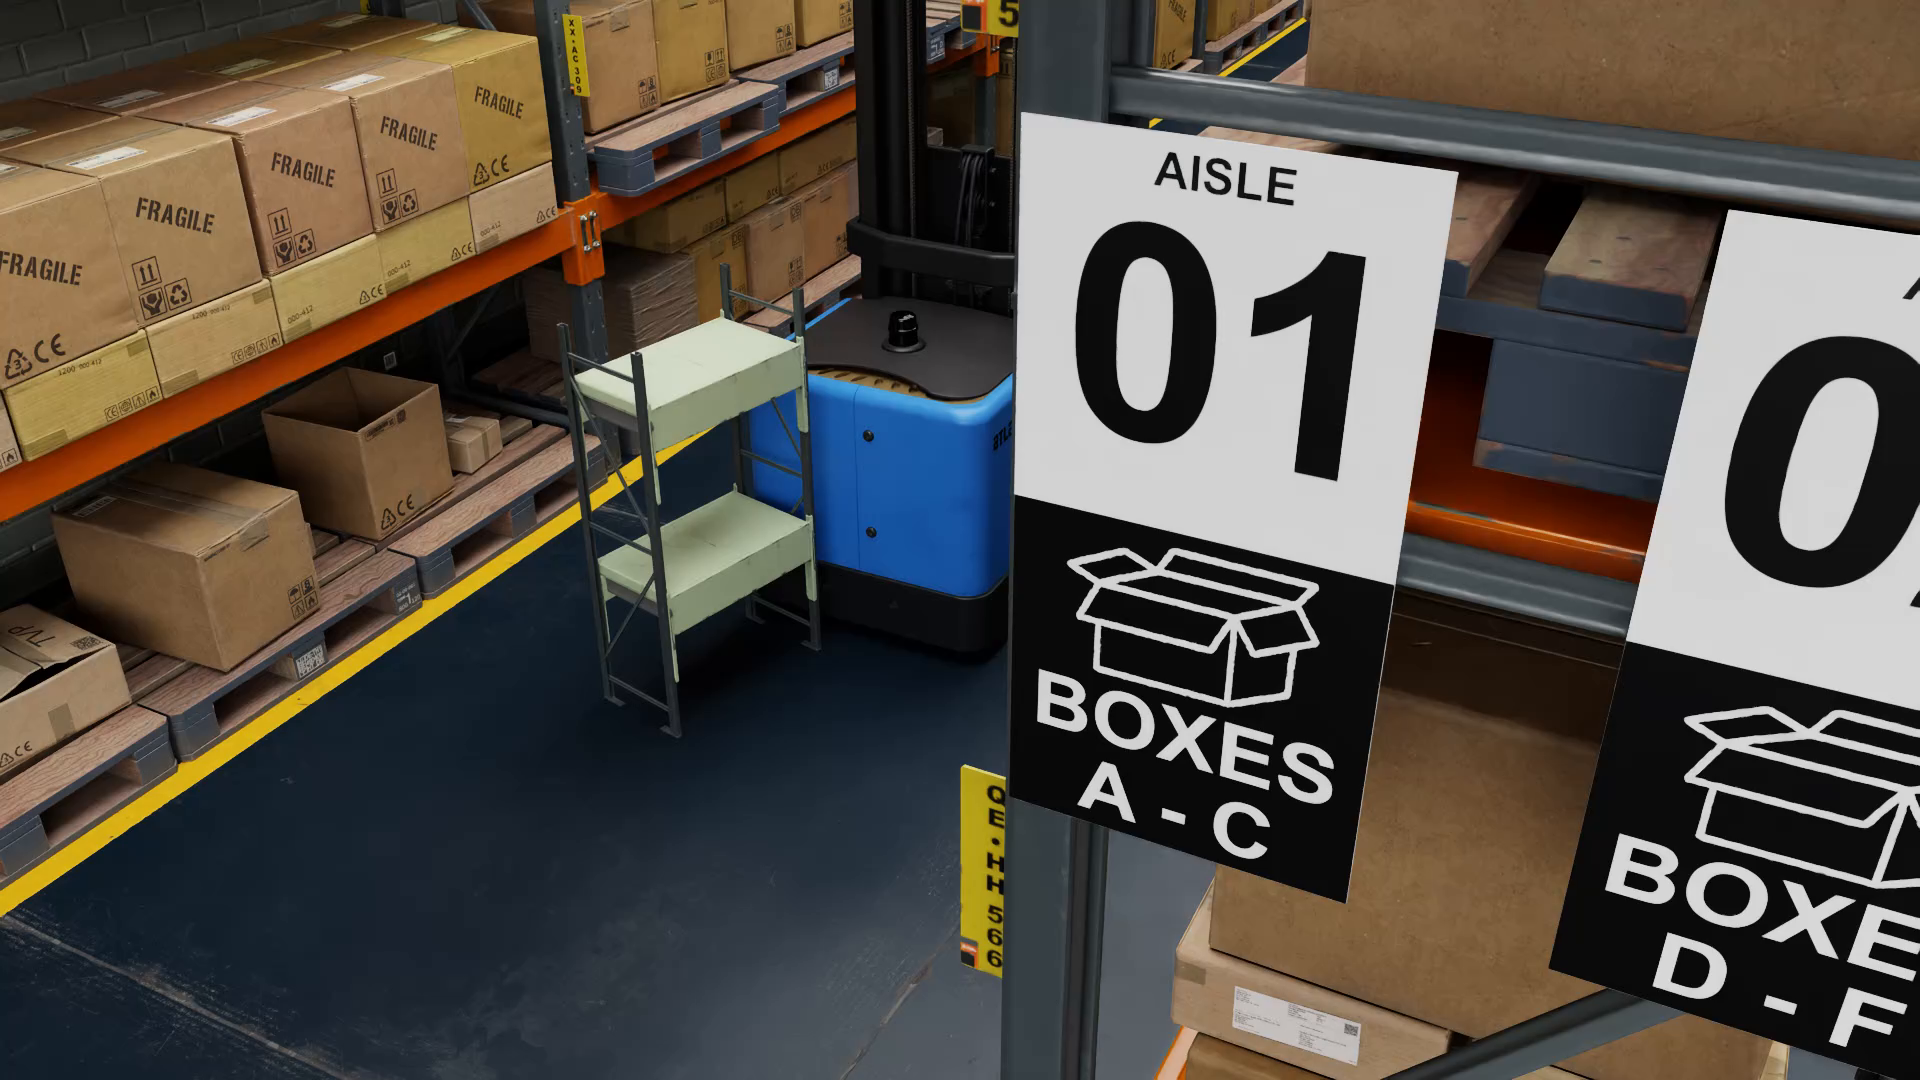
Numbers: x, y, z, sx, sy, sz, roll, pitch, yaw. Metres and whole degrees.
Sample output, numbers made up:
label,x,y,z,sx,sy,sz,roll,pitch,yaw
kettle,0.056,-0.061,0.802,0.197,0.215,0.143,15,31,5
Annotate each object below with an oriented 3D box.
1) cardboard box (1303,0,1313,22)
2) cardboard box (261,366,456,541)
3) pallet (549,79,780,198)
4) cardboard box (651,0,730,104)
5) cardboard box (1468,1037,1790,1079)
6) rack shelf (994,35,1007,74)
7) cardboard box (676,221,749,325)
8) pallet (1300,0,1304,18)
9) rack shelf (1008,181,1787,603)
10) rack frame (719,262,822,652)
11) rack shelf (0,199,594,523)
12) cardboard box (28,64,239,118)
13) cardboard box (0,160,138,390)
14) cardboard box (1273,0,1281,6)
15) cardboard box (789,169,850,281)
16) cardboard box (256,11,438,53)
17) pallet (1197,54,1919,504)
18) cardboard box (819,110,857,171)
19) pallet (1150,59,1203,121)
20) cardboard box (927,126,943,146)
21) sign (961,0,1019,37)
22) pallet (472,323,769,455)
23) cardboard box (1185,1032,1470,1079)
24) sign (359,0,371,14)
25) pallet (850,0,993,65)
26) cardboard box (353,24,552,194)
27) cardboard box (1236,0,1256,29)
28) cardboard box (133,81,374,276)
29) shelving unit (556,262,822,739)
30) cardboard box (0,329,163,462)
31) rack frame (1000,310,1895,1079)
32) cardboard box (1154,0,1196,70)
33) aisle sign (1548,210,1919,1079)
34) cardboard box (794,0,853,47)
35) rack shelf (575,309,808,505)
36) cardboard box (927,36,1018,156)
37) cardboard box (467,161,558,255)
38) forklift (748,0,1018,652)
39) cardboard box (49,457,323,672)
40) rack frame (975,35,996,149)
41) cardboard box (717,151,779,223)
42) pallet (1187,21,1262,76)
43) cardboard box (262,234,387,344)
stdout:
label,x,y,z,sx,sy,sz,roll,pitch,yaw
cardboard box,0.813,-0.888,2.360,0.500,0.250,0.500,14,33,23
cardboard box,-2.503,-0.372,6.953,0.500,0.500,0.500,12,32,20
pallet,-1.588,-1.957,7.838,1.003,0.211,1.213,14,33,23
cardboard box,-1.543,-2.432,7.931,0.700,0.500,0.500,18,34,28
cardboard box,0.894,0.712,2.247,0.380,0.149,0.250,14,33,23
rack shelf,0.667,-4.082,12.069,1.077,0.370,4.000,14,33,23
cardboard box,-1.555,-1.411,8.764,0.700,0.500,0.500,14,33,22
pallet,3.106,-5.472,16.568,1.003,0.211,1.213,14,33,23
rack shelf,1.434,-0.714,3.192,1.077,0.370,4.000,14,33,23
rack frame,-0.703,-0.281,6.234,0.400,1.500,0.023,22,37,33
rack shelf,-2.977,-0.535,5.893,1.077,0.370,4.000,14,33,23
cardboard box,-2.937,-1.394,6.042,0.500,0.500,0.500,15,33,25
cardboard box,-2.928,-0.818,5.039,0.500,0.500,0.500,13,32,22
cardboard box,2.714,-5.374,15.684,0.700,0.500,0.500,13,32,22
cardboard box,-1.065,-1.854,9.535,0.700,0.500,0.500,14,33,23
cardboard box,-2.466,-1.842,6.823,0.500,0.500,0.500,14,33,22
pallet,0.868,-0.409,2.026,1.003,0.211,1.213,14,33,23
cardboard box,-0.841,-2.370,9.680,0.500,0.250,0.500,15,33,24
pallet,1.294,-3.712,13.502,1.003,0.211,1.213,14,33,23
cardboard box,-0.525,-2.283,10.282,0.700,0.500,0.500,15,33,24
sign,0.047,-0.618,1.493,0.100,0.325,0.005,14,33,23
pallet,-1.713,-0.870,8.554,1.003,0.211,1.213,14,33,23
cardboard box,0.747,0.914,2.546,0.700,0.500,0.500,14,33,23
sign,-2.562,-2.360,7.186,0.100,0.325,0.005,14,33,23
pallet,-0.474,-3.084,9.801,1.213,0.211,1.003,14,33,23
cardboard box,-2.006,-1.723,6.616,0.500,0.500,0.500,14,33,23
cardboard box,2.242,-4.909,14.875,0.700,0.500,0.500,14,33,23
cardboard box,-2.467,-1.280,5.844,0.500,0.500,0.500,13,32,22
shelving unit,-0.935,-0.140,5.989,0.431,1.500,0.755,22,37,33
cardboard box,-2.922,-0.507,5.251,0.500,0.250,0.500,14,33,23
rack frame,0.523,1.161,2.216,1.000,3.000,0.127,14,33,23
cardboard box,1.398,-4.213,13.311,0.750,0.750,0.750,15,33,24
aisle sign,0.766,0.133,1.396,0.394,0.787,0.004,14,33,23
cardboard box,-0.997,-2.973,8.874,0.700,0.500,0.500,14,33,23
rack shelf,-0.935,-0.479,5.794,0.431,0.370,0.720,22,37,33
cardboard box,0.208,-3.053,11.292,0.750,0.750,0.750,14,33,23
cardboard box,-2.012,-1.399,6.804,0.500,0.250,0.500,14,33,23
forklift,0.279,-1.552,7.010,1.130,2.935,3.031,14,33,23
cardboard box,-2.855,0.079,6.168,0.700,0.500,0.500,12,32,20
rack frame,-0.244,-3.507,10.345,1.000,3.000,0.127,14,33,23
cardboard box,-1.314,-1.924,8.903,0.500,0.250,0.500,13,32,22
pallet,1.994,-4.391,14.684,1.003,0.211,1.213,14,33,23
cardboard box,-2.462,-0.953,6.029,0.500,0.250,0.500,14,33,23
